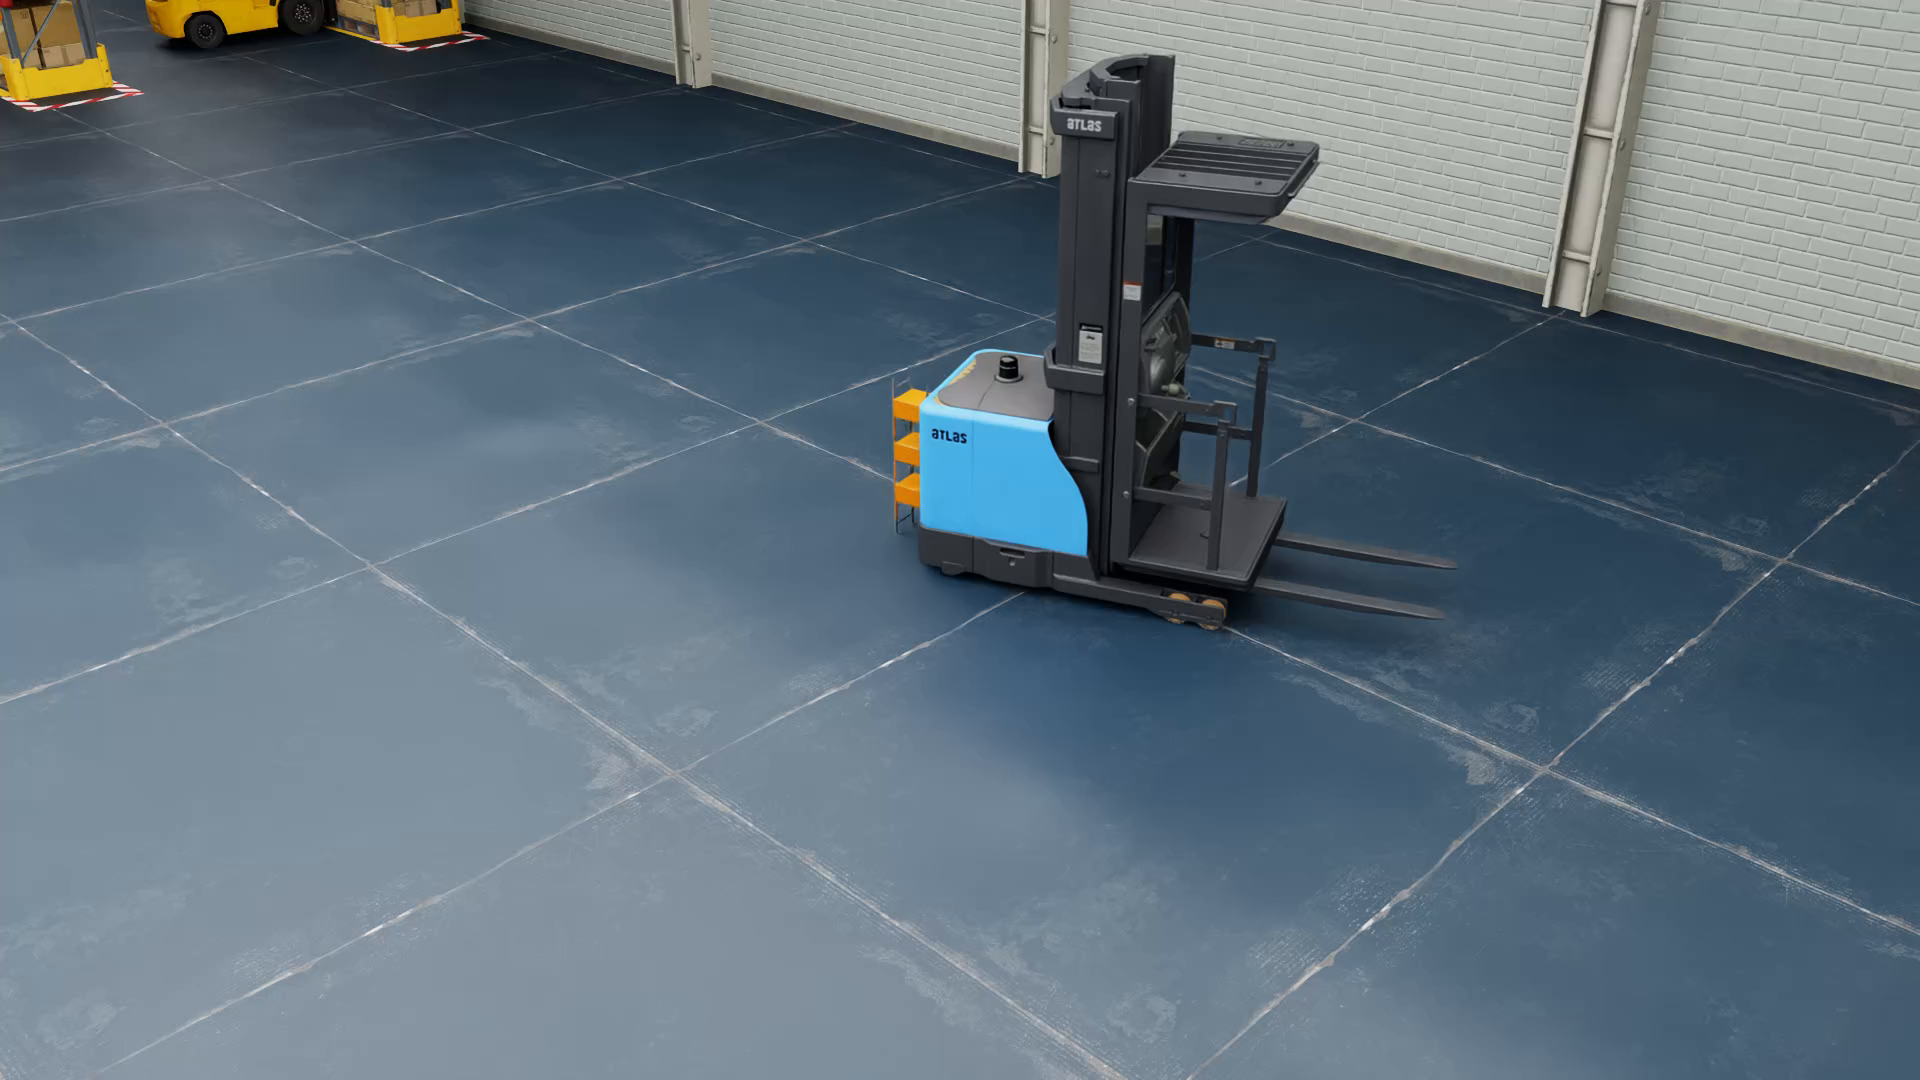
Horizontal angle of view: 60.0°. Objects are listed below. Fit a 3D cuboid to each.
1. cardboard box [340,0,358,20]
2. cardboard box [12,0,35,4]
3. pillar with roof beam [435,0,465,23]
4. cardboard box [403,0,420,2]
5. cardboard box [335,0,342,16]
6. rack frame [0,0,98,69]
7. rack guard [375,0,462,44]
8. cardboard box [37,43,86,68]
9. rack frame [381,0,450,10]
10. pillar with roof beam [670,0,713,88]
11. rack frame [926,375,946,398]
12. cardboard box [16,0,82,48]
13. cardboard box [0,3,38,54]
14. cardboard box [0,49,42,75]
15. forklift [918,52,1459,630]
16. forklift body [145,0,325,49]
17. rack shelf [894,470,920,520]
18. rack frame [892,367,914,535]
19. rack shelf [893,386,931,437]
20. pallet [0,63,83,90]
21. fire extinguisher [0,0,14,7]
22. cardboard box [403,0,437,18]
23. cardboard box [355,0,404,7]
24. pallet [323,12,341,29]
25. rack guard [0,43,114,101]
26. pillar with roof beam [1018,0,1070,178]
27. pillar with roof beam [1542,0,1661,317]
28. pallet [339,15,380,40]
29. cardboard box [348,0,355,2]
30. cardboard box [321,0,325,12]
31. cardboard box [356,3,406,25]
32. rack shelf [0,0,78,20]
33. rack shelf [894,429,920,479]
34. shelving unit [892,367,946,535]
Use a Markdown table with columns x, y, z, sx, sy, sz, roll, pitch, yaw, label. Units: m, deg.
| x | y | z | sx | sy | sz | roll | pitch | yaw | label |
| --- | --- | --- | --- | --- | --- | --- | --- | --- | --- |
| -8.730 | -7.814 | 24.390 | 0.500 | 0.250 | 0.500 | 25 | 36 | 38 | cardboard box |
| -12.077 | -6.815 | 21.685 | 0.500 | 0.500 | 0.500 | 23 | 35 | 37 | cardboard box |
| -10.708 | -10.384 | 20.329 | 0.400 | 9.000 | 9.100 | 25 | 36 | 38 | pillar with roof beam |
| -8.015 | -8.043 | 24.290 | 0.500 | 0.250 | 0.500 | -25 | 36 | -38 | cardboard box |
| -9.080 | -7.980 | 24.706 | 0.500 | 0.250 | 0.500 | -25 | 37 | -39 | cardboard box |
| -11.303 | -6.982 | 20.306 | 0.127 | 3.000 | 1.000 | 25 | 36 | 38 | rack frame |
| -7.808 | -7.517 | 24.008 | 0.348 | 0.500 | 1.175 | 25 | 36 | 38 | rack guard |
| -11.684 | -6.306 | 21.523 | 0.500 | 0.250 | 0.500 | 24 | 36 | 38 | cardboard box |
| -7.825 | -8.631 | 23.441 | 0.127 | 3.000 | 1.000 | 25 | 36 | 38 | rack frame |
| -6.430 | -8.426 | 16.606 | 0.400 | 9.000 | 9.100 | 25 | 36 | 38 | pillar with roof beam |
| -0.140 | -0.475 | 10.024 | 0.008 | 1.050 | 0.200 | 16 | 32 | 28 | rack frame |
| -11.701 | -6.646 | 21.363 | 0.500 | 0.500 | 0.500 | 23 | 36 | 37 | cardboard box |
| -12.057 | -6.458 | 21.006 | 0.500 | 0.500 | 0.500 | 25 | 37 | 39 | cardboard box |
| -12.085 | -6.134 | 21.195 | 0.500 | 0.250 | 0.500 | 24 | 36 | 38 | cardboard box |
| 1.323 | -1.076 | 9.147 | 3.031 | 2.935 | 1.130 | 10 | 29 | 19 | forklift |
| -10.456 | -8.269 | 23.664 | 1.214 | 2.155 | 2.313 | 25 | 36 | 38 | forklift body |
| -0.243 | -0.250 | 10.217 | 0.240 | 0.259 | 0.215 | 16 | 32 | 28 | rack shelf |
| -0.346 | -0.535 | 10.140 | 0.008 | 1.050 | 0.200 | 16 | 32 | 28 | rack frame |
| -0.243 | -0.747 | 9.955 | 0.240 | 0.259 | 0.215 | 16 | 32 | 28 | rack shelf |
| -11.911 | -6.050 | 21.529 | 1.213 | 0.211 | 1.003 | 25 | 36 | 38 | pallet |
| -11.544 | -6.758 | 19.962 | 0.183 | 0.674 | 0.296 | 25 | 36 | 38 | fire extinguisher |
| -8.038 | -7.825 | 24.412 | 0.500 | 0.250 | 0.500 | 25 | 37 | 39 | cardboard box |
| -8.391 | -7.876 | 23.972 | 0.500 | 0.250 | 0.500 | 24 | 36 | 38 | cardboard box |
| -9.266 | -8.030 | 25.295 | 1.213 | 0.211 | 1.003 | 25 | 36 | 38 | pallet |
| -11.357 | -5.901 | 20.935 | 0.348 | 0.500 | 1.175 | 25 | 36 | 38 | rack guard |
| -2.151 | -6.468 | 12.882 | 0.400 | 9.000 | 9.100 | 25 | 36 | 38 | pillar with roof beam |
| 2.127 | -4.511 | 9.159 | 0.400 | 9.000 | 9.100 | 25 | 36 | 38 | pillar with roof beam |
| -8.400 | -7.632 | 24.538 | 1.213 | 0.211 | 1.003 | 25 | 36 | 38 | pallet |
| -8.742 | -8.043 | 24.290 | 0.500 | 0.250 | 0.500 | 24 | 36 | 38 | cardboard box |
| -9.466 | -8.142 | 25.014 | 0.500 | 0.250 | 0.500 | -24 | 36 | -38 | cardboard box |
| -8.382 | -7.648 | 24.076 | 0.500 | 0.250 | 0.500 | 25 | 37 | 39 | cardboard box |
| -12.729 | -7.317 | 21.715 | 4.000 | 0.370 | 1.077 | 25 | 36 | 38 | rack shelf |
| -0.243 | -0.496 | 10.087 | 0.240 | 0.259 | 0.215 | 16 | 32 | 28 | rack shelf |
| -0.243 | -0.505 | 10.082 | 0.252 | 1.050 | 0.215 | 16 | 32 | 28 | shelving unit |
